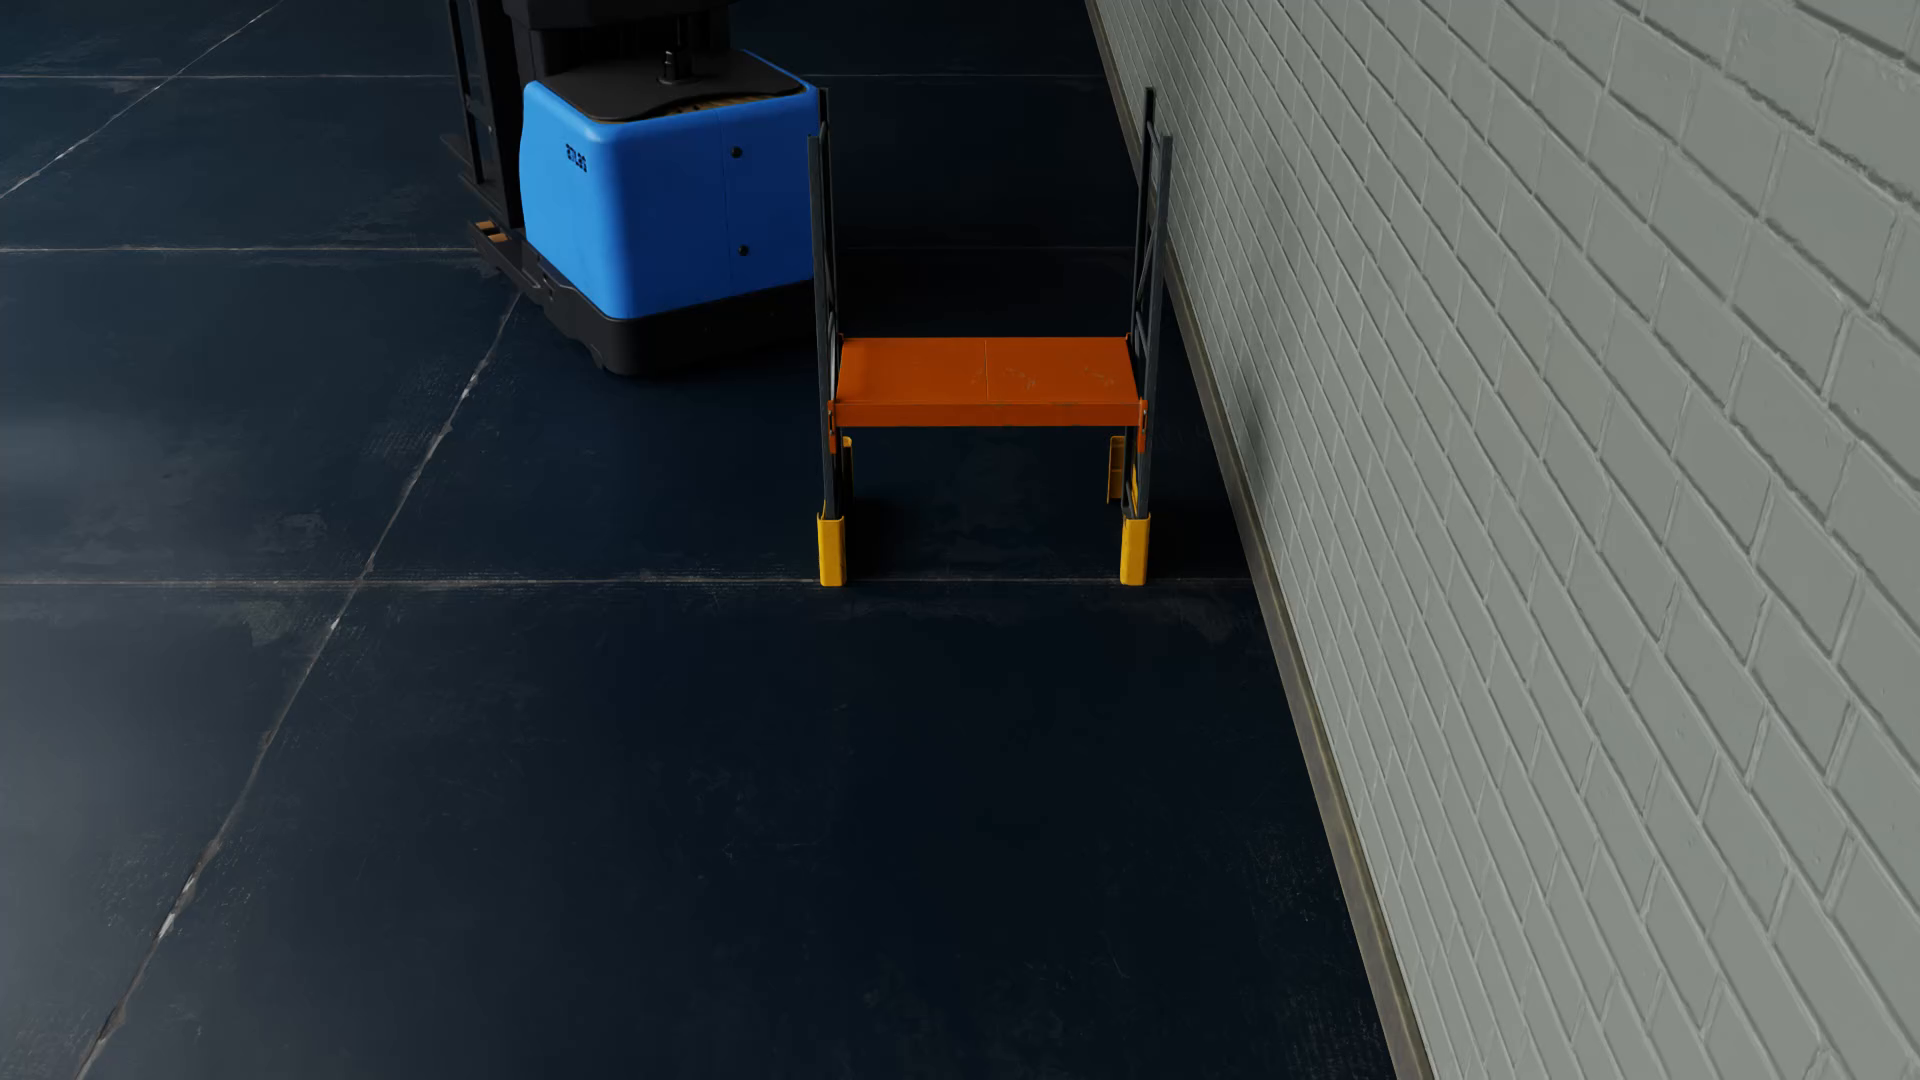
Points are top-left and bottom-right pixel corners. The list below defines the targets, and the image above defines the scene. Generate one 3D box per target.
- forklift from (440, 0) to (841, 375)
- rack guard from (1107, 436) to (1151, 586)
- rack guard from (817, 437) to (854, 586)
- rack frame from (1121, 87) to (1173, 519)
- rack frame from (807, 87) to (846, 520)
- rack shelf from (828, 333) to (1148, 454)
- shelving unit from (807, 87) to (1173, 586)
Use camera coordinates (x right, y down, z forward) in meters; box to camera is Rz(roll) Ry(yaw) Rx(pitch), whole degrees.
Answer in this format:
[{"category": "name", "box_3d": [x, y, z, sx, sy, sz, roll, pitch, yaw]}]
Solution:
[{"category": "forklift", "box_3d": [-1.706, -2.646, 7.286, 1.130, 2.935, 3.031, -17, 35, -26]}, {"category": "rack guard", "box_3d": [0.574, -0.109, 5.688, 0.087, 0.250, 0.587, 0, 31, 0]}, {"category": "rack guard", "box_3d": [-0.422, -0.106, 5.683, 0.087, 0.250, 0.587, 0, 31, 0]}, {"category": "rack frame", "box_3d": [0.594, -0.643, 5.364, 0.032, 1.500, 0.500, 0, 31, 0]}, {"category": "rack frame", "box_3d": [-0.423, -0.640, 5.359, 0.032, 1.500, 0.500, 0, 31, 0]}, {"category": "rack shelf", "box_3d": [0.085, -0.488, 5.455, 1.000, 0.185, 0.538, 0, 31, 0]}, {"category": "shelving unit", "box_3d": [0.076, -0.641, 5.361, 1.083, 1.500, 0.587, 0, 31, 0]}]
